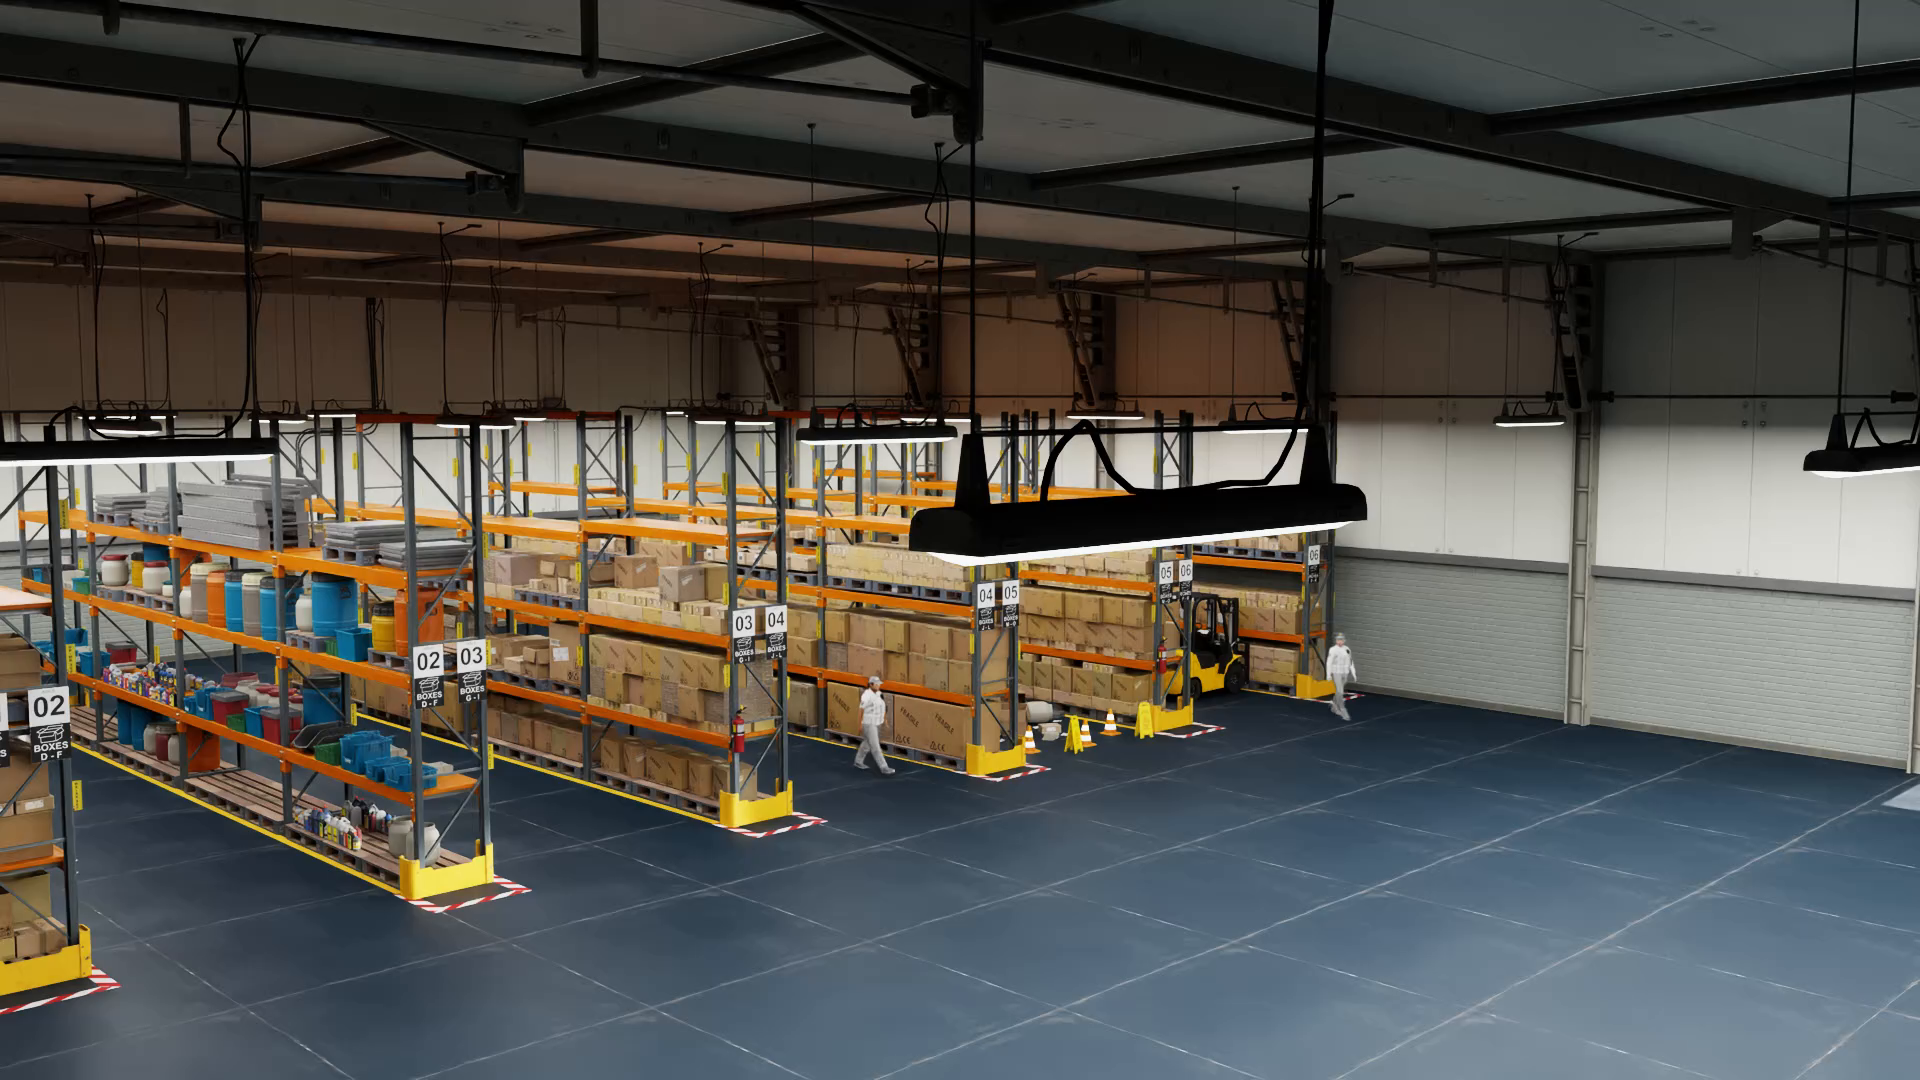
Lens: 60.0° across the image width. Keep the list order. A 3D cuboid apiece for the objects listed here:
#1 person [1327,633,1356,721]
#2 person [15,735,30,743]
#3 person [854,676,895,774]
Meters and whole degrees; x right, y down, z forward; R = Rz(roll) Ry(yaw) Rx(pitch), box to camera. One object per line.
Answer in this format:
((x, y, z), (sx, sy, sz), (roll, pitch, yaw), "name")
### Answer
((7.511, 2.676, 32.727), (0.512, 1.724, 0.703), (-2, 5, -24), "person")
((-13.752, 3.376, 24.010), (0.705, 1.762, 0.642), (4, 6, 35), "person")
((-1.411, 3.083, 27.902), (0.990, 1.609, 0.526), (3, 6, 28), "person")
